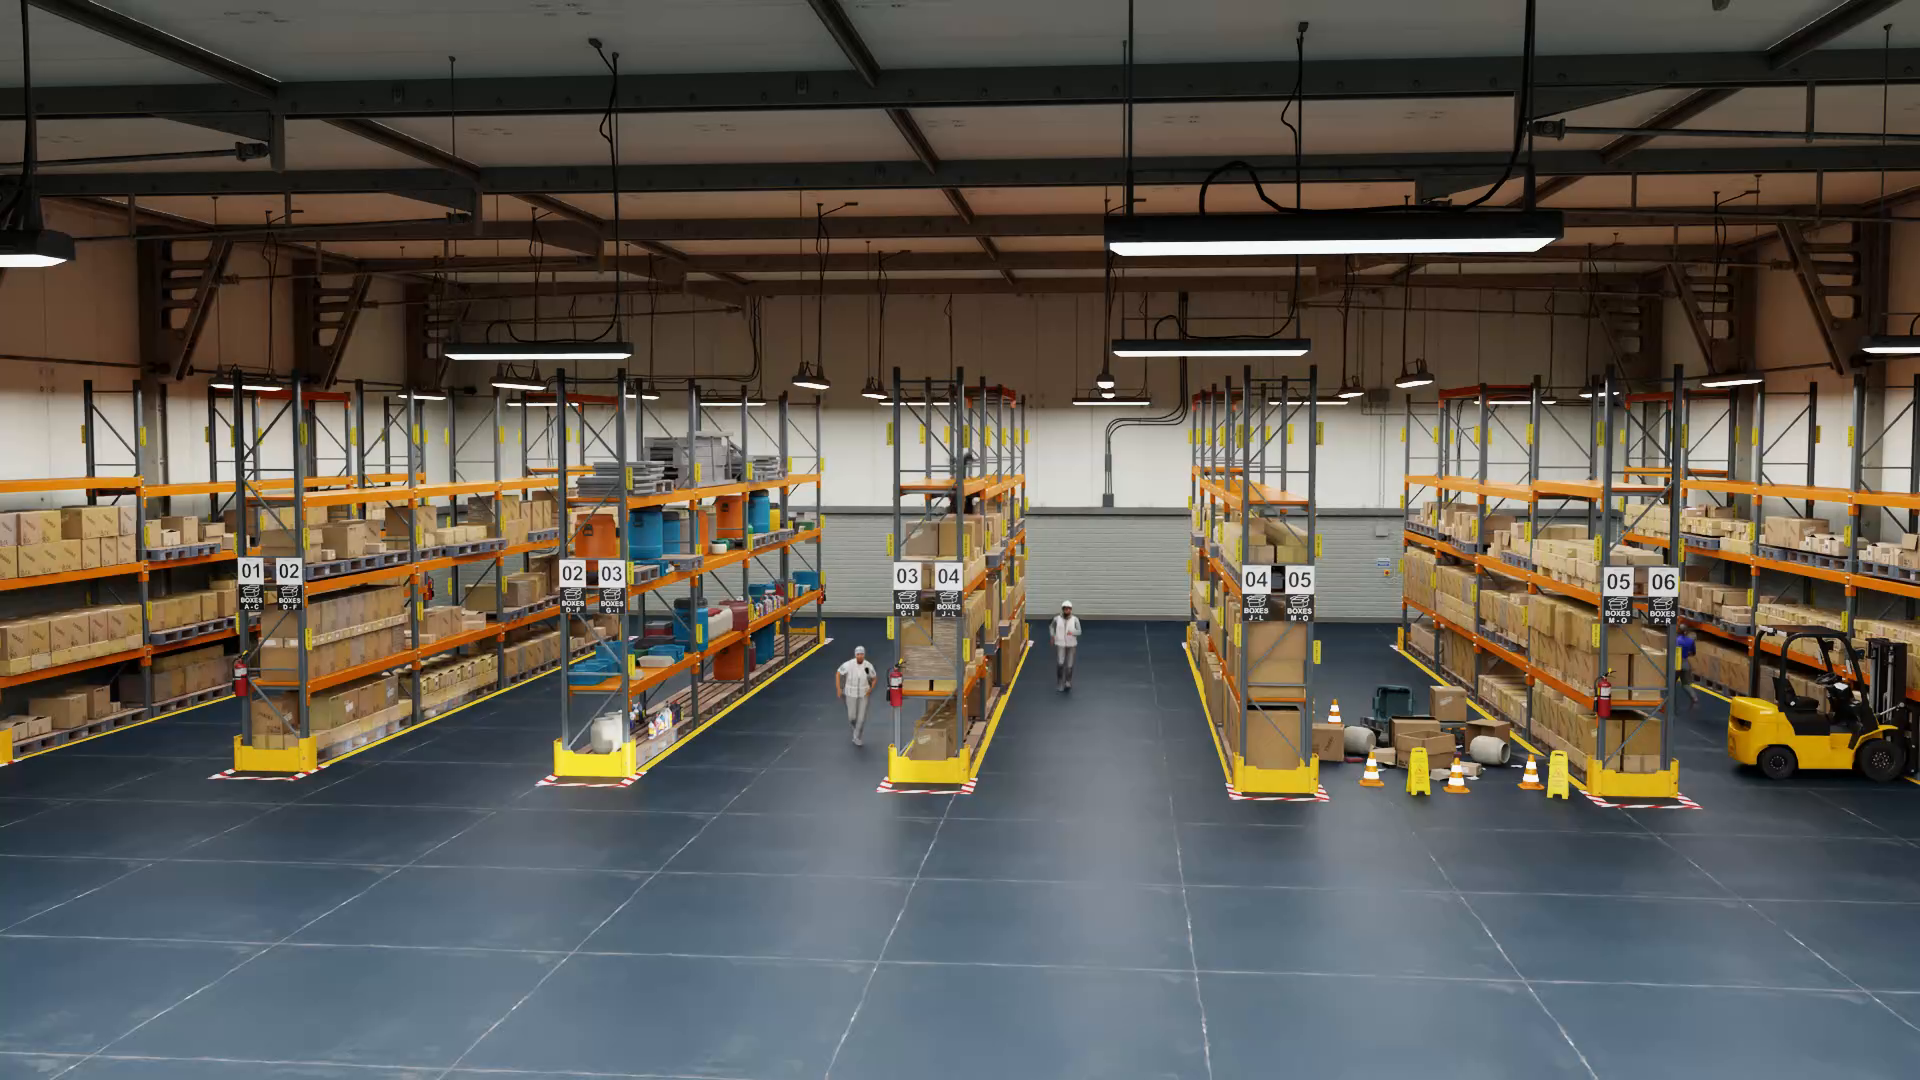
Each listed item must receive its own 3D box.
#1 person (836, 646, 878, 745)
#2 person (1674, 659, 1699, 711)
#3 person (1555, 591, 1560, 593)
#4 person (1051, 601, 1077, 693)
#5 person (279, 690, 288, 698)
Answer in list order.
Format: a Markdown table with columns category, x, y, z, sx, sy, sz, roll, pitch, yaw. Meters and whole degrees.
| category | x | y | z | sx | sy | sz | roll | pitch | yaw |
| --- | --- | --- | --- | --- | --- | --- | --- | --- | --- |
| person | -1.674 | 2.526 | 26.974 | 0.677 | 1.625 | 0.514 | 0 | 4 | -6 |
| person | 13.016 | 2.632 | 30.020 | 0.373 | 0.987 | 0.866 | 0 | 4 | -5 |
| person | 13.127 | 1.859 | 36.201 | 0.660 | 1.680 | 0.782 | -1 | 4 | -21 |
| person | 2.044 | 2.093 | 32.662 | 0.515 | 1.797 | 0.720 | 0 | 4 | -1 |
| person | -11.542 | 2.414 | 28.483 | 0.490 | 1.614 | 0.929 | 0 | 4 | 3 |
